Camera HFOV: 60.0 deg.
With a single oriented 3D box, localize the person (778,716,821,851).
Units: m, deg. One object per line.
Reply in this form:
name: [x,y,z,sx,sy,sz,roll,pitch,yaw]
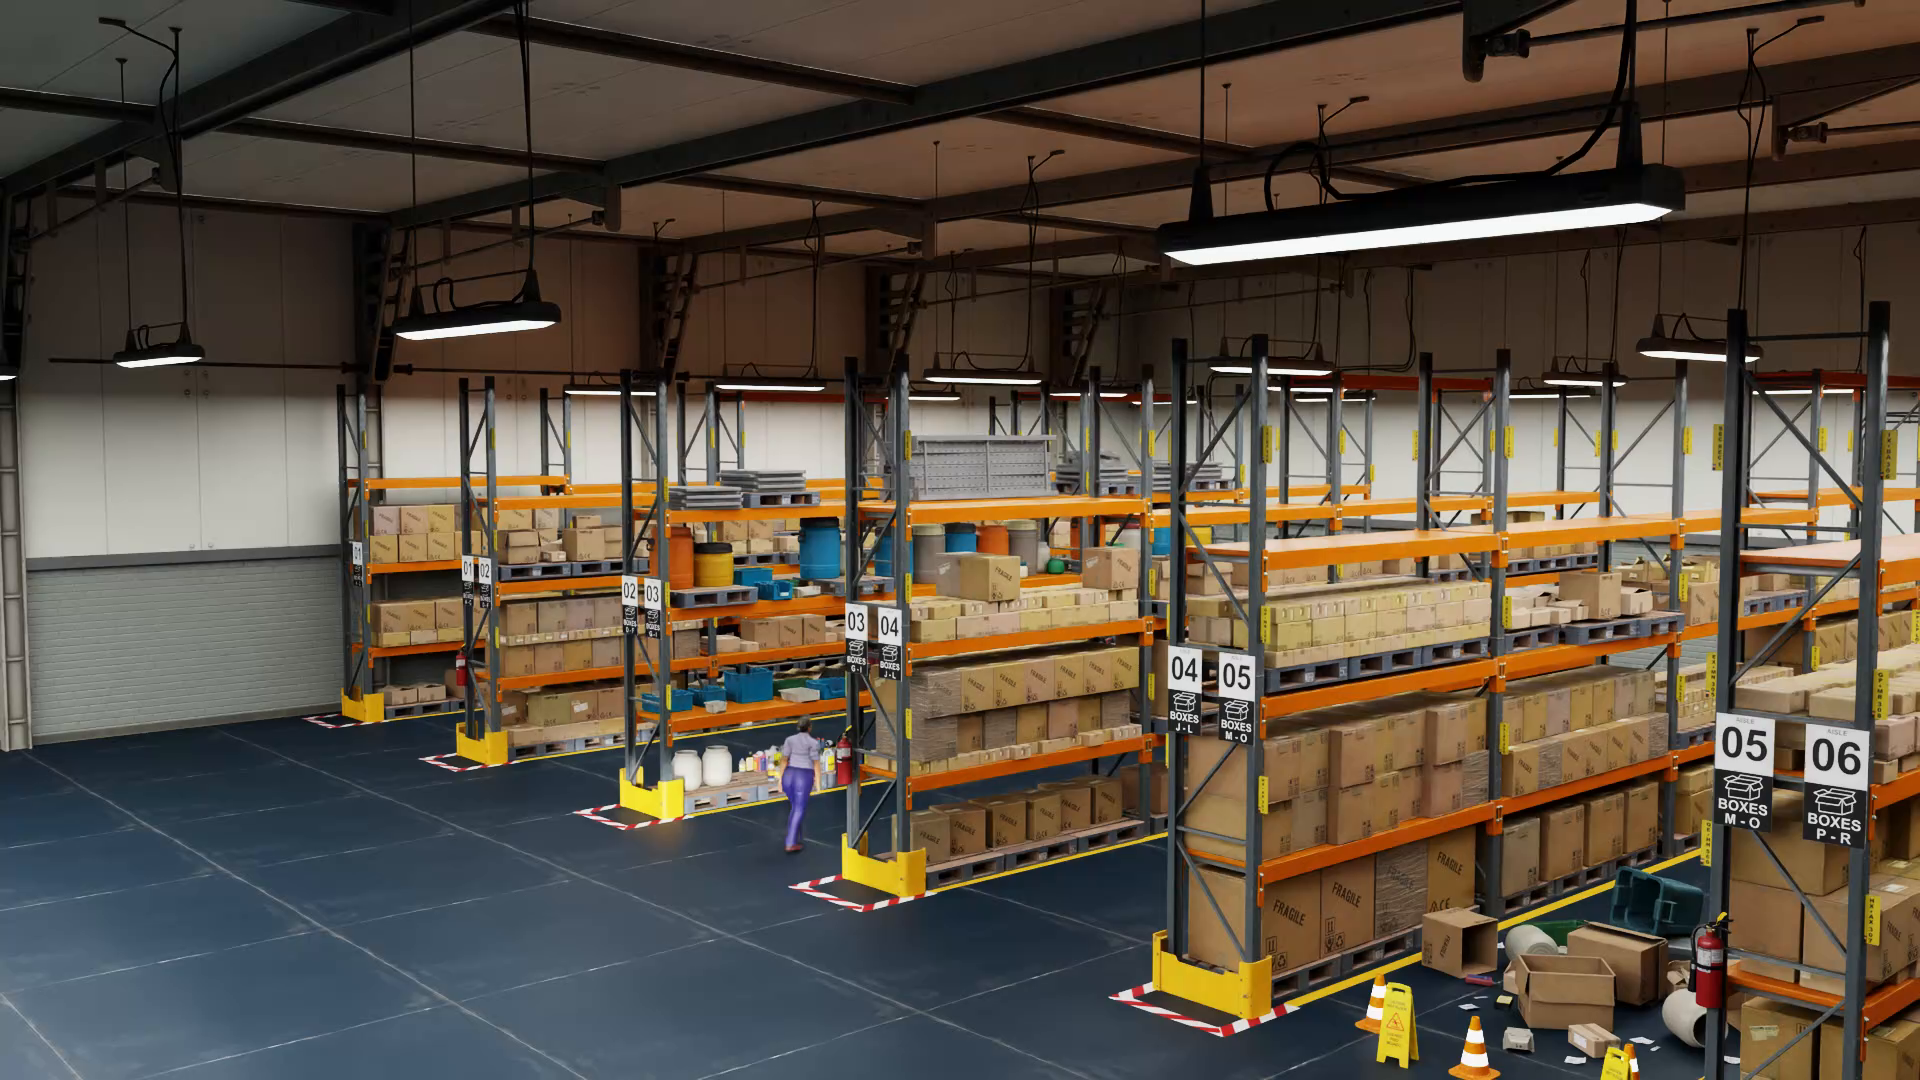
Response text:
person: [-1.973,3.026,20.508,0.489,1.686,0.565,2,4,31]
